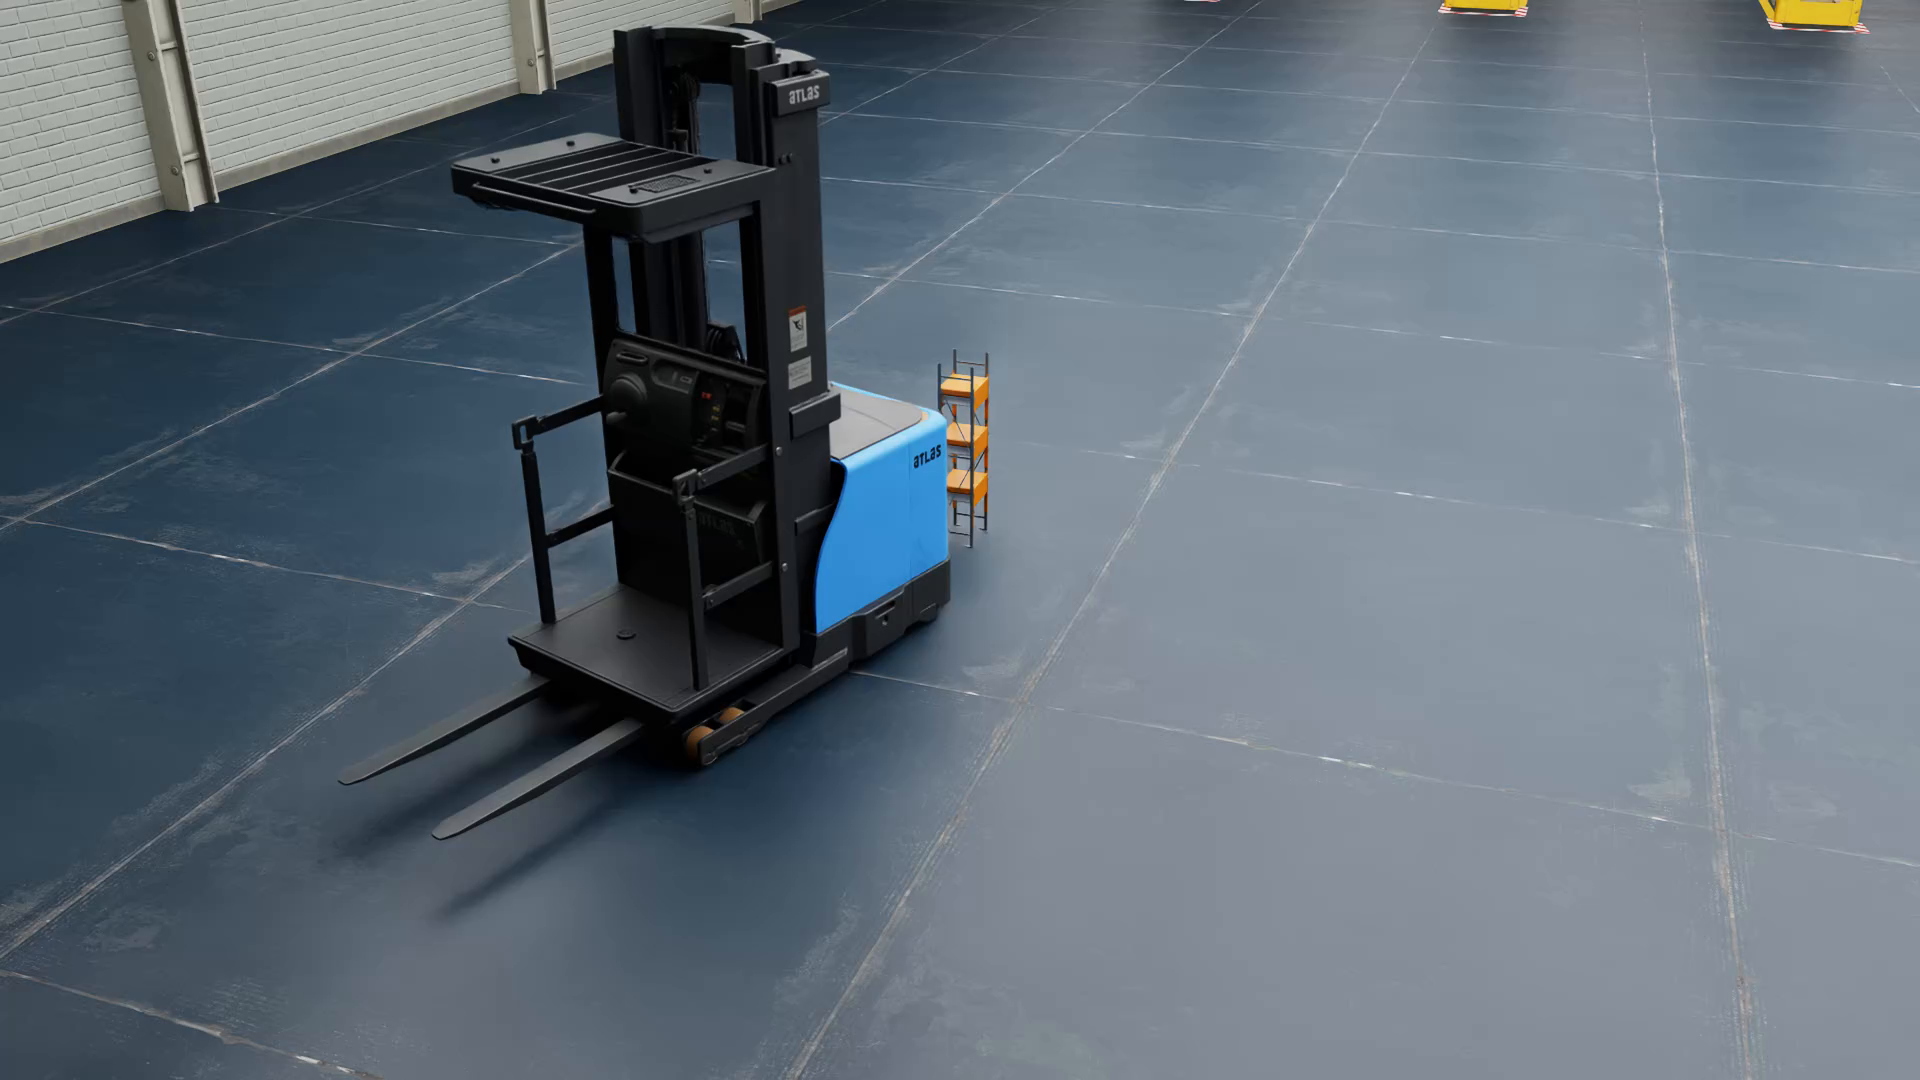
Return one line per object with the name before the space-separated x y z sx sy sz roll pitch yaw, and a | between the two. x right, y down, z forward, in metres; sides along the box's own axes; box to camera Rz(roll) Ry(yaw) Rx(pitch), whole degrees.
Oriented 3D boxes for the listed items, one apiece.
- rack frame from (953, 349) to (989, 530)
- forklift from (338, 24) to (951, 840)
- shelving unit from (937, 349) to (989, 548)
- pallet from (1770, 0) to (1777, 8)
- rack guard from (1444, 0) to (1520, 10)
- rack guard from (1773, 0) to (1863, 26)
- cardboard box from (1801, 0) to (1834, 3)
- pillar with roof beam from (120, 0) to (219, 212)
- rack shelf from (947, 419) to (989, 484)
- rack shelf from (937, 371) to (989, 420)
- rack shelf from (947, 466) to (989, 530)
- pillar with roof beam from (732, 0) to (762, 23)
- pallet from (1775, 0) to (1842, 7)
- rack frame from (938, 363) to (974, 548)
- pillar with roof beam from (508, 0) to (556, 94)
rack frame | 0.058 -0.545 9.170 0.200 1.050 0.008 9 27 17
forklift | -1.339 -0.583 7.091 1.130 2.935 3.031 18 31 33
shelving unit | 0.018 -0.495 9.067 0.215 1.050 0.252 9 27 17
pallet | 14.008 -8.973 27.540 1.003 0.211 1.213 9 27 17
rack guard | 8.582 -9.000 27.264 1.175 0.500 0.348 9 27 17
rack guard | 13.297 -8.275 25.766 1.175 0.500 0.348 9 27 17
cardboard box | 13.495 -8.687 26.135 0.500 0.500 0.500 14 29 27
pillar with roof beam | -3.255 -6.615 12.587 9.100 9.000 0.400 9 27 17
rack shelf | 0.018 -0.485 9.071 0.215 0.259 0.240 9 27 17
rack shelf | 0.018 -0.740 8.948 0.215 0.259 0.240 9 27 17
rack shelf | 0.018 -0.235 9.192 0.215 0.259 0.240 9 27 17
pillar with roof beam | 0.739 -11.547 22.772 9.100 9.000 0.400 9 27 17
pallet | 13.600 -8.473 26.508 1.003 0.211 1.213 9 27 17
rack frame | -0.023 -0.444 8.963 0.200 1.050 0.008 9 27 17
pillar with roof beam | -1.258 -9.081 17.679 9.100 9.000 0.400 9 27 17
